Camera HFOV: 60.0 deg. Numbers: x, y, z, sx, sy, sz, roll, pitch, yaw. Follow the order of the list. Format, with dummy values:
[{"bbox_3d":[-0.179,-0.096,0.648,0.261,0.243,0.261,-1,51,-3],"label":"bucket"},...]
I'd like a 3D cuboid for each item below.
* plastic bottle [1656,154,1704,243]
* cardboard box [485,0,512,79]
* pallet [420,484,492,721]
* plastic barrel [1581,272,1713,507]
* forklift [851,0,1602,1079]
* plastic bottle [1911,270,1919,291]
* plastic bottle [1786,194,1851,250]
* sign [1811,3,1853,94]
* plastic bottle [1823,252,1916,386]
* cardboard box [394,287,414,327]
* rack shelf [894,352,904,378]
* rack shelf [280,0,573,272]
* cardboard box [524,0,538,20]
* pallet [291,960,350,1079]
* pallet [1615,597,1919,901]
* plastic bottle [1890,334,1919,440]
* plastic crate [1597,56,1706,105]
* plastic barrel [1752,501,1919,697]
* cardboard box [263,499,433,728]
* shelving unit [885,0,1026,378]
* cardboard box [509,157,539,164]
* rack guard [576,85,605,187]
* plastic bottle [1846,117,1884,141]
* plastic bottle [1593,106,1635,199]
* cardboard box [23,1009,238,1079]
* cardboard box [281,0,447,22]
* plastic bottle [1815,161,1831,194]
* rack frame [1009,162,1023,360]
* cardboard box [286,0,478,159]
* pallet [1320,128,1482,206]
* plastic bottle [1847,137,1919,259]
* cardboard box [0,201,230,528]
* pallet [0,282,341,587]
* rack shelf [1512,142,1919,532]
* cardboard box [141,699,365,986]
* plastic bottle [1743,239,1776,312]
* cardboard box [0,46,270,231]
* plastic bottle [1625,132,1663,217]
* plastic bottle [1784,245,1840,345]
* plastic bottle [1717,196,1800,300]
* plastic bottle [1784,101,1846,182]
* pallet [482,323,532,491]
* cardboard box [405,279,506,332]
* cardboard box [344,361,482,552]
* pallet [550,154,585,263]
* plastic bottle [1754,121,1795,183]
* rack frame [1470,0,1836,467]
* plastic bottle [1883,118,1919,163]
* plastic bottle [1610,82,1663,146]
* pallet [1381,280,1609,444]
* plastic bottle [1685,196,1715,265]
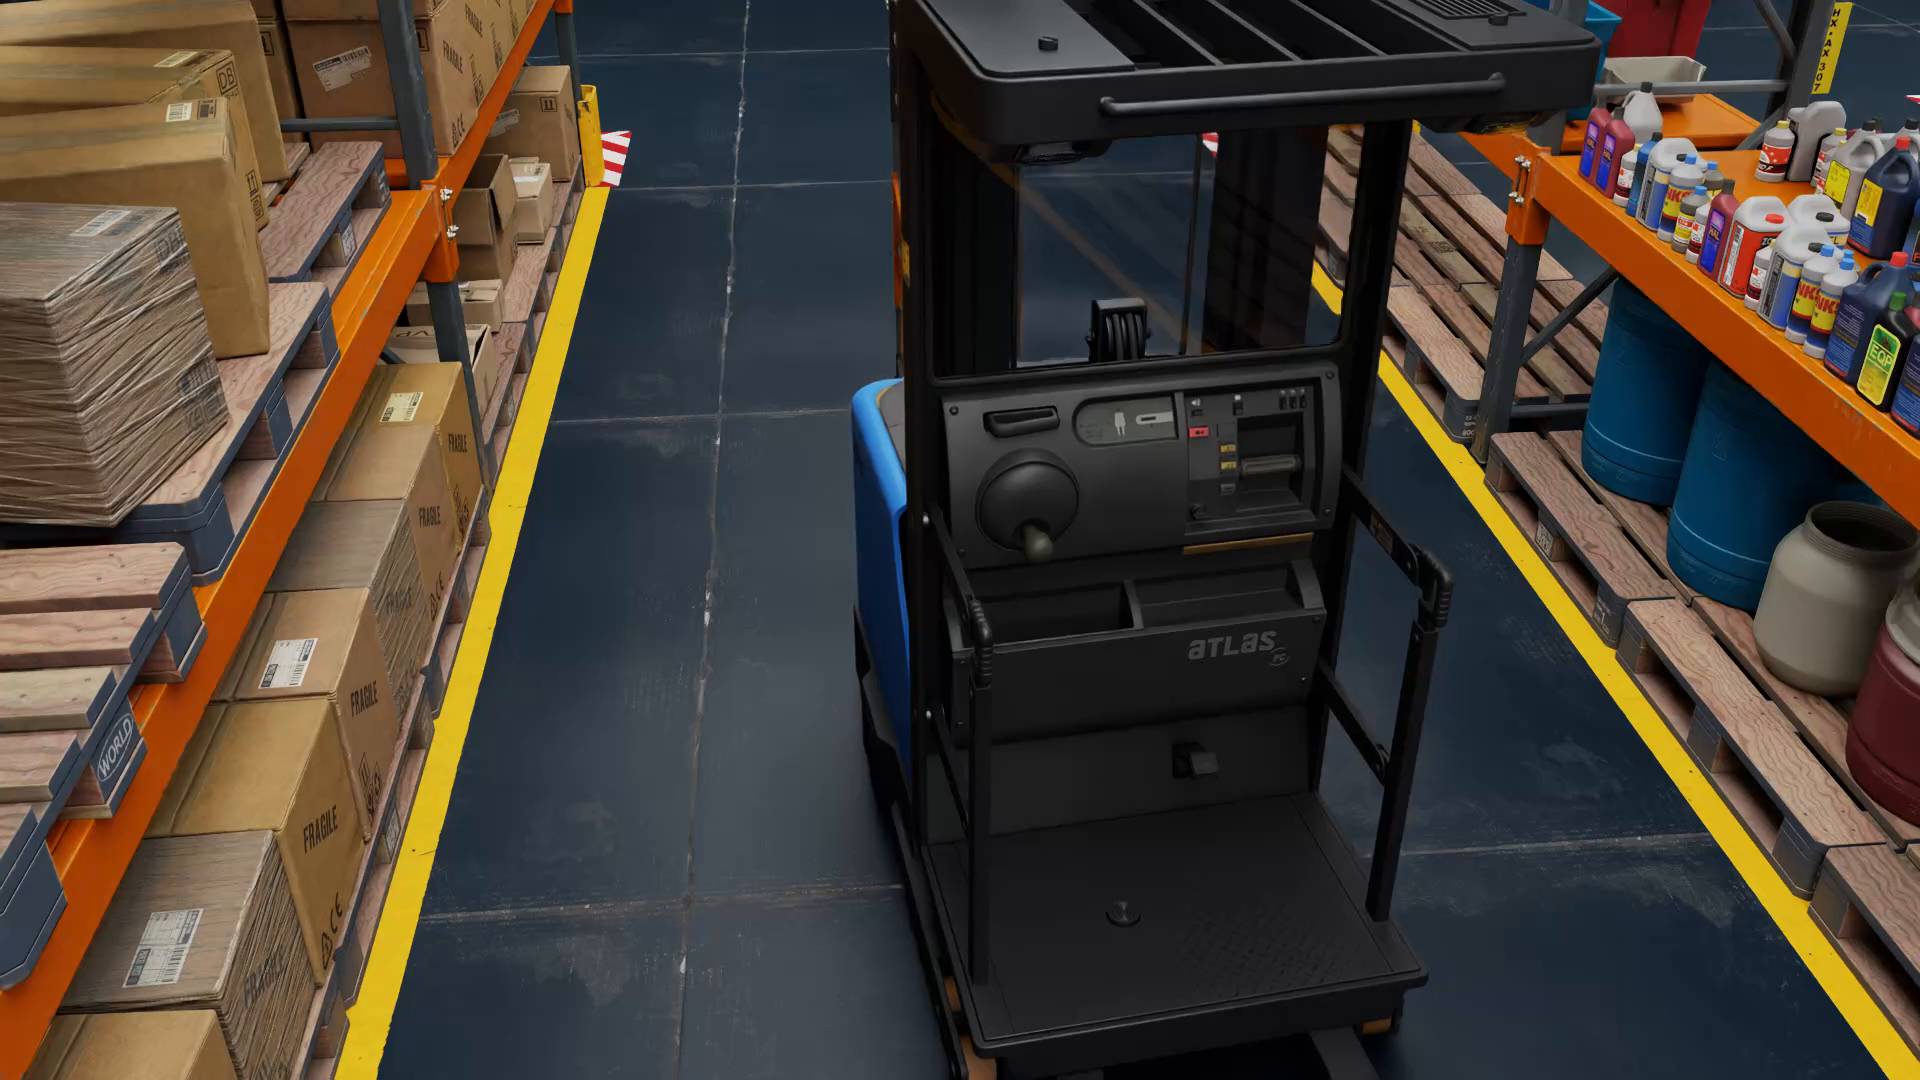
[{"bbox_3d":[2.286,-1.084,5.265,0.097,0.271,0.097,0,31,0],"label":"plastic bottle"},{"bbox_3d":[-2.199,-2.239,6.976,0.500,0.500,0.500,-3,31,-5],"label":"cardboard box"},{"bbox_3d":[-2.214,0.205,5.702,1.003,0.211,1.213,-3,31,-5],"label":"pallet"},{"bbox_3d":[2.638,-0.642,6.037,0.600,0.901,0.708,-3,31,-5],"label":"plastic barrel"},{"bbox_3d":[0.469,-0.123,3.598,1.130,2.935,3.031,-6,31,-10],"label":"forklift"},{"bbox_3d":[2.522,-0.587,4.434,0.097,0.271,0.097,0,31,0],"label":"plastic bottle"},{"bbox_3d":[2.506,-0.868,4.899,0.152,0.276,0.135,-3,31,-5],"label":"plastic bottle"},{"bbox_3d":[3.152,-1.786,6.044,0.100,0.325,0.005,-3,31,-5],"label":"sign"},{"bbox_3d":[2.406,-0.593,4.366,0.144,0.351,0.185,-3,31,-5],"label":"plastic bottle"},{"bbox_3d":[-2.733,-1.101,7.361,0.500,0.311,0.500,-3,31,-5],"label":"cardboard box"},{"bbox_3d":[-0.015,-0.373,6.219,0.431,0.518,0.480,-3,31,-5],"label":"rack shelf"},{"bbox_3d":[-2.514,-2.118,7.573,1.077,0.370,4.000,-3,31,-5],"label":"rack shelf"},{"bbox_3d":[-2.295,-2.756,7.841,0.500,0.500,0.500,-3,31,-4],"label":"cardboard box"},{"bbox_3d":[-1.986,1.450,3.616,1.003,0.211,1.213,-3,31,-5],"label":"pallet"},{"bbox_3d":[2.752,0.576,5.080,1.003,0.211,1.213,-3,31,-5],"label":"pallet"},{"bbox_3d":[2.435,-0.431,4.094,0.144,0.351,0.185,-3,31,-5],"label":"plastic bottle"},{"bbox_3d":[2.703,-1.798,6.534,0.396,0.136,0.243,-3,31,-5],"label":"plastic crate"},{"bbox_3d":[2.668,0.179,5.042,0.421,0.512,0.421,0,31,0],"label":"plastic barrel"},{"bbox_3d":[-1.912,0.225,4.956,0.500,0.500,0.500,-2,31,-4],"label":"cardboard box"},{"bbox_3d":[-0.015,-0.986,5.853,0.431,2.100,0.503,-3,31,-5],"label":"shelving unit"},{"bbox_3d":[-2.457,-1.944,8.913,0.380,0.166,0.250,-3,31,-5],"label":"cardboard box"},{"bbox_3d":[-2.694,-2.336,9.674,1.175,0.500,0.348,-3,31,-5],"label":"rack guard"},{"bbox_3d":[3.030,-1.290,5.598,0.061,0.283,0.133,-3,31,-5],"label":"plastic bottle"},{"bbox_3d":[2.226,-1.315,5.641,0.061,0.283,0.133,-3,31,-5],"label":"plastic bottle"},{"bbox_3d":[-1.712,1.274,3.200,0.500,0.500,0.500,-1,31,-2],"label":"cardboard box"},{"bbox_3d":[-2.092,-2.132,5.822,0.500,0.500,0.500,-2,31,-3],"label":"cardboard box"},{"bbox_3d":[2.875,-1.168,5.475,0.097,0.201,0.097,0,31,0],"label":"plastic bottle"},{"bbox_3d":[0.007,-0.861,5.644,0.400,2.100,0.015,-3,31,-5],"label":"rack frame"},{"bbox_3d":[-2.104,-1.722,6.110,0.500,0.500,0.500,-2,31,-3],"label":"cardboard box"},{"bbox_3d":[2.269,-2.063,9.499,1.003,0.211,1.213,-3,31,-5],"label":"pallet"},{"bbox_3d":[2.890,-1.065,5.156,0.144,0.351,0.185,-3,31,-5],"label":"plastic bottle"},{"bbox_3d":[-2.020,-0.379,3.453,0.700,0.500,0.500,3,31,5],"label":"cardboard box"},{"bbox_3d":[-2.140,-0.274,3.971,1.003,0.211,1.213,-3,31,-5],"label":"pallet"},{"bbox_3d":[2.791,-0.311,4.548,1.077,0.370,4.000,-3,31,-5],"label":"rack shelf"},{"bbox_3d":[-1.808,0.751,4.076,0.500,0.500,0.500,-3,31,-5],"label":"cardboard box"},{"bbox_3d":[2.338,-0.768,4.805,0.097,0.201,0.097,0,31,0],"label":"plastic bottle"},{"bbox_3d":[-2.379,-1.029,4.540,0.700,0.500,0.500,2,31,3],"label":"cardboard box"},{"bbox_3d":[2.264,-1.203,5.464,0.097,0.271,0.097,0,31,0],"label":"plastic bottle"},{"bbox_3d":[2.360,-0.680,4.589,0.097,0.271,0.097,0,31,0],"label":"plastic bottle"},{"bbox_3d":[2.355,-0.861,4.887,0.152,0.276,0.135,-3,31,-5],"label":"plastic bottle"},{"bbox_3d":[2.963,-1.402,5.794,0.152,0.276,0.135,-3,31,-5],"label":"plastic bottle"},{"bbox_3d":[-2.391,-0.559,6.981,1.003,0.211,1.213,-3,31,-5],"label":"pallet"},{"bbox_3d":[-2.242,-1.044,7.407,0.380,0.166,0.250,-3,31,-5],"label":"cardboard box"},{"bbox_3d":[-1.996,-0.283,5.808,0.500,0.500,0.500,-3,31,-5],"label":"cardboard box"},{"bbox_3d":[-2.619,-1.805,9.066,1.003,0.211,1.213,-3,31,-5],"label":"pallet"},{"bbox_3d":[2.841,-1.355,5.787,0.097,0.201,0.097,0,31,0],"label":"plastic bottle"},{"bbox_3d":[2.604,-1.641,6.073,1.000,3.000,0.127,-3,31,-5],"label":"rack frame"},{"bbox_3d":[3.016,-1.167,5.326,0.144,0.351,0.185,-3,31,-5],"label":"plastic bottle"},{"bbox_3d":[2.318,-1.404,5.724,0.144,0.351,0.185,-3,31,-5],"label":"plastic bottle"},{"bbox_3d":[2.497,-0.818,7.413,1.003,0.211,1.213,-3,31,-5],"label":"pallet"},{"bbox_3d":[2.304,-0.955,5.117,0.097,0.201,0.097,0,31,0],"label":"plastic bottle"}]
